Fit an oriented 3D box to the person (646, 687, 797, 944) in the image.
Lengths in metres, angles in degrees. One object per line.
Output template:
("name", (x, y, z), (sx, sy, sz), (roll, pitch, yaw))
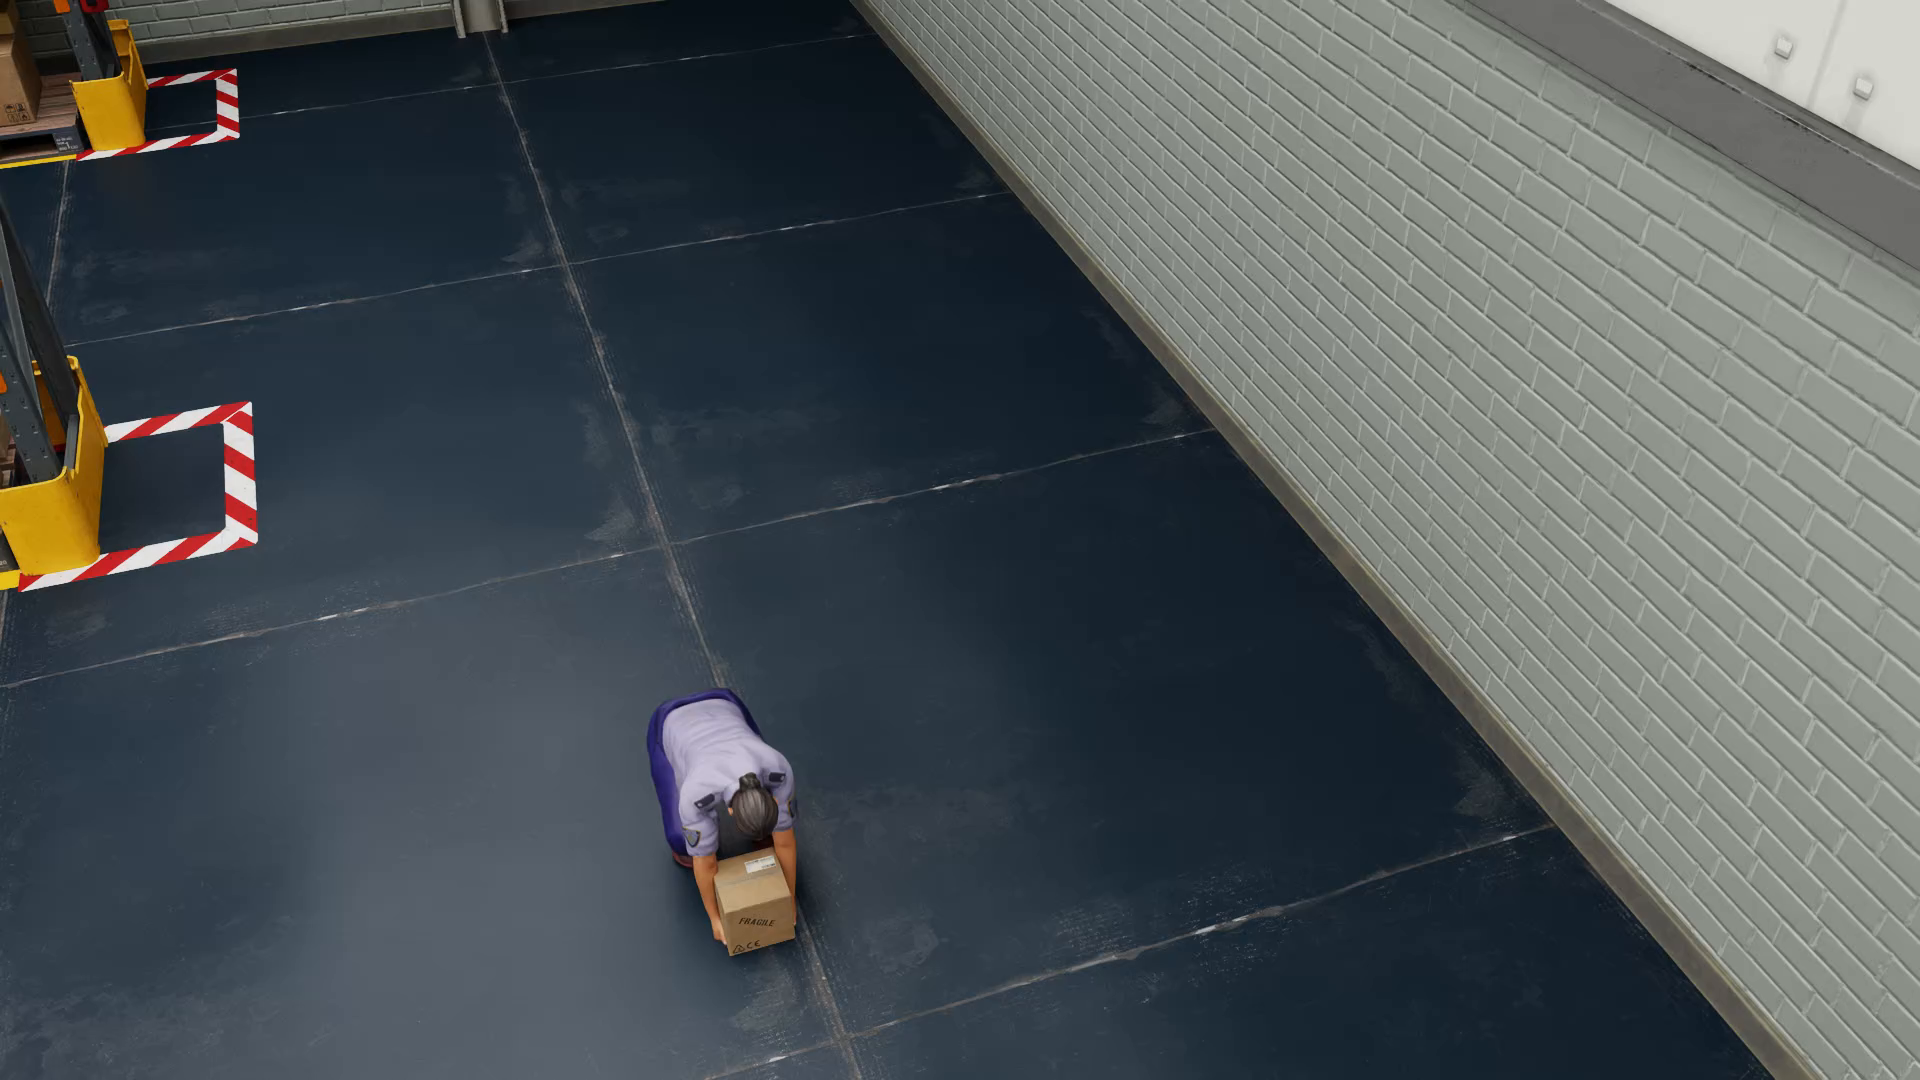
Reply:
("person", (-0.885, 0.981, 6.297), (0.507, 0.746, 0.885), (-14, 40, -17))
